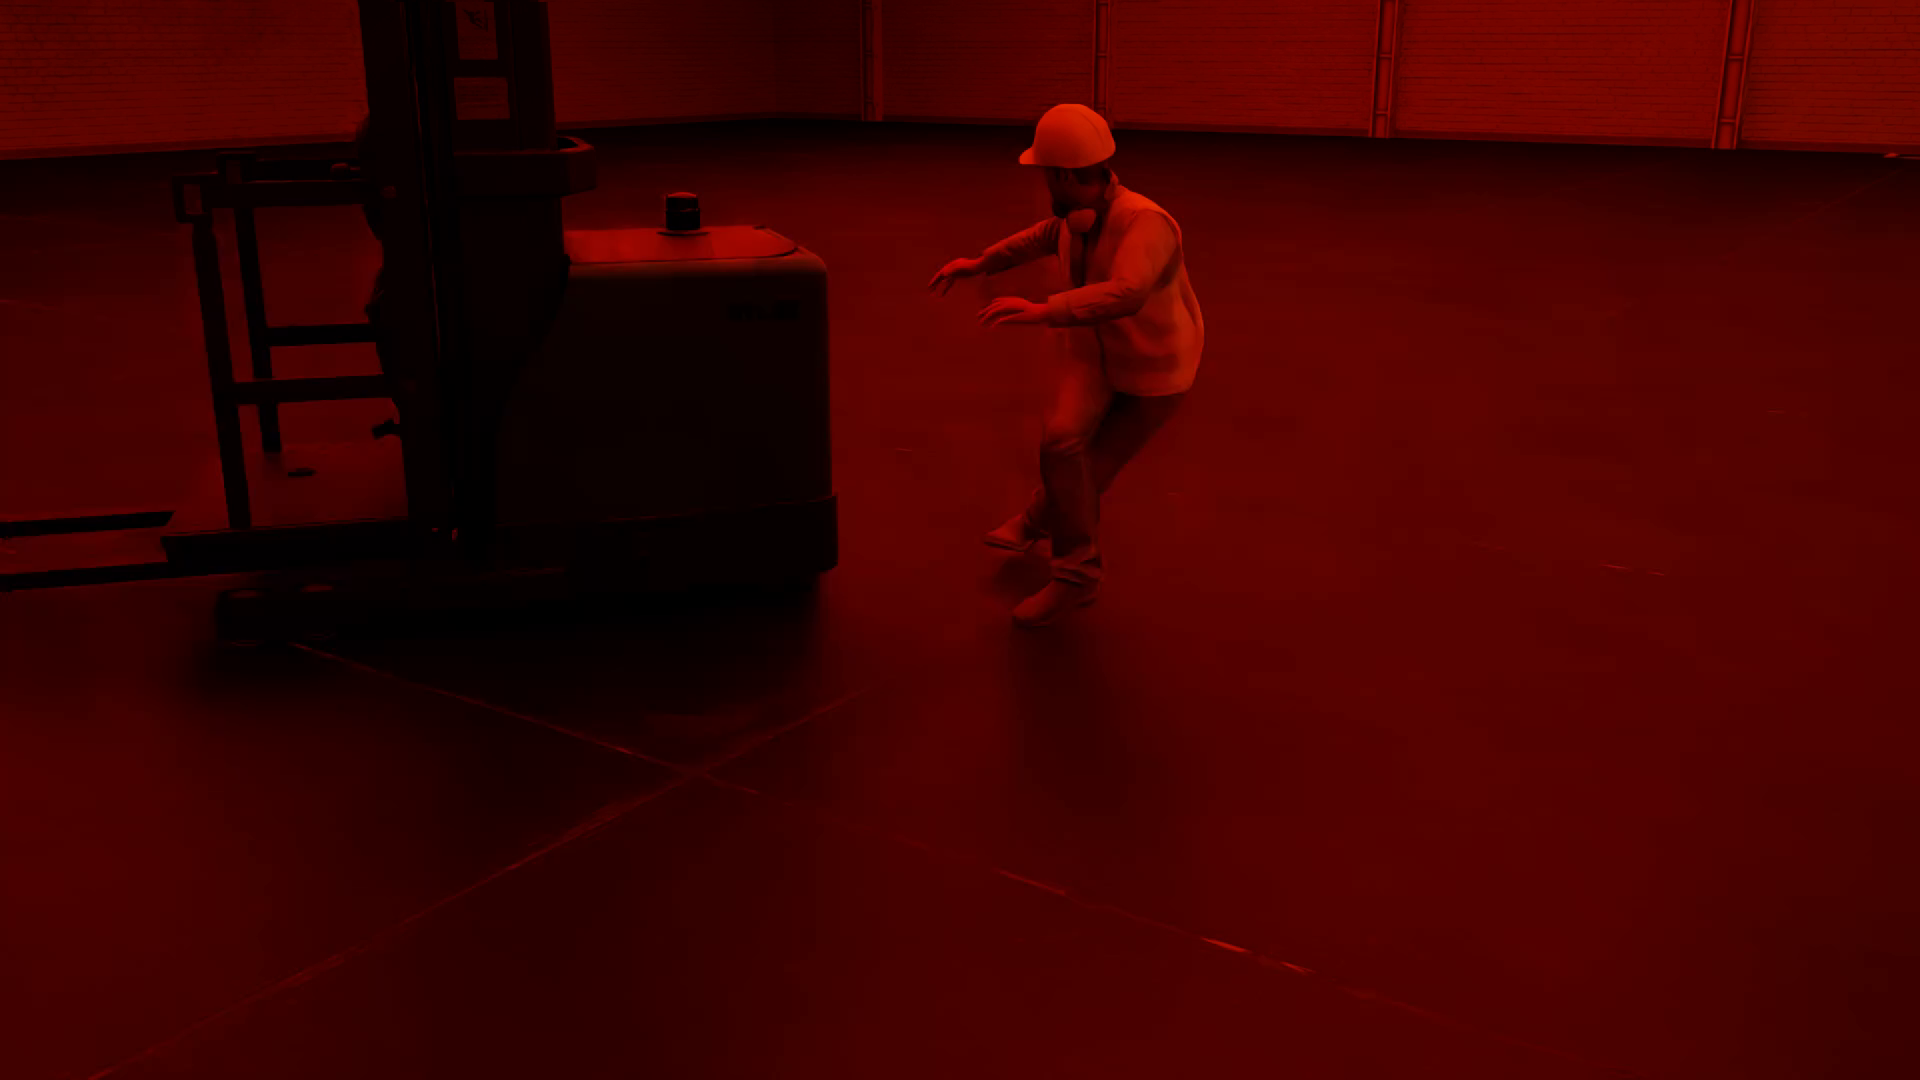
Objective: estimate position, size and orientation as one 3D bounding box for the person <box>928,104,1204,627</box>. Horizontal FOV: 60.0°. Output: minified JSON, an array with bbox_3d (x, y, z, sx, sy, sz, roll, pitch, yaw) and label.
[{"bbox_3d":[0.250,-0.544,5.113,0.943,1.539,1.003,12,20,35],"label":"person"}]

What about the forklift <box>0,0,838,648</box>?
[{"bbox_3d":[-1.974,-1.257,5.035,3.031,2.935,1.130,-5,17,-16],"label":"forklift"}]
